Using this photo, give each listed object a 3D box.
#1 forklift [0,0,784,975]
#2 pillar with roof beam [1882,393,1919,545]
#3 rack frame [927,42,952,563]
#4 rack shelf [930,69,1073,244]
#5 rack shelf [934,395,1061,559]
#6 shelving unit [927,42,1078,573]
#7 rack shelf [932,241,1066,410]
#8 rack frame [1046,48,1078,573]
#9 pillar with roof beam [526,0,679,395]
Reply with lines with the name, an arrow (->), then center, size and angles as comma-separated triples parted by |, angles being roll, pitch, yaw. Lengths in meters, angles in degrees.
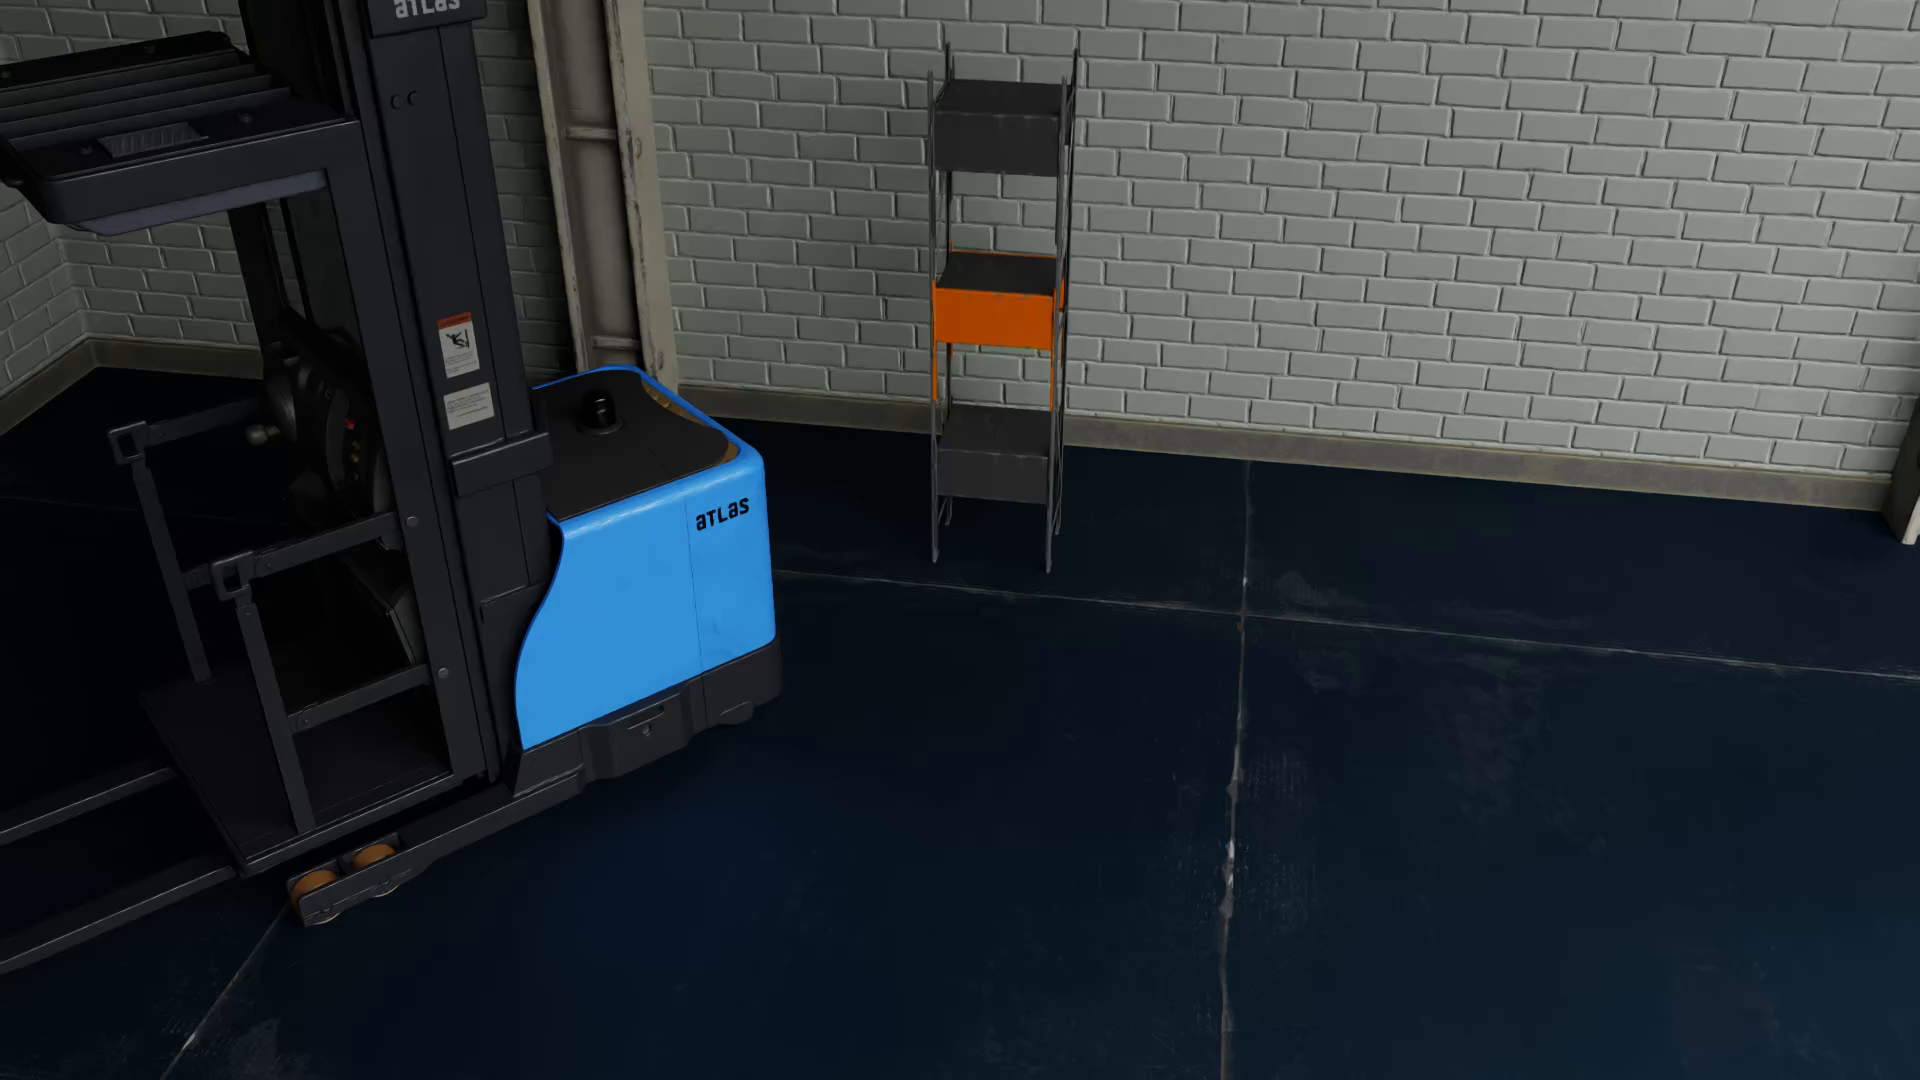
forklift -> -2.128, -0.338, 5.028 | 3.031, 2.935, 1.130 | -23, 39, -32
pillar with roof beam -> 3.585, -1.611, 1.342 | 0.400, 9.000, 9.100 | 5, 32, 8
rack frame -> -0.077, -0.897, 6.704 | 0.015, 2.100, 0.400 | 5, 32, 8
rack shelf -> 0.163, -1.457, 6.305 | 0.480, 0.518, 0.431 | 5, 32, 8
rack shelf -> 0.163, -0.270, 7.048 | 0.480, 0.518, 0.431 | 5, 32, 8
shelving unit -> 0.163, -0.875, 6.669 | 0.503, 2.100, 0.431 | 5, 32, 8
rack shelf -> 0.163, -0.864, 6.677 | 0.480, 0.518, 0.431 | 5, 32, 8
rack frame -> 0.404, -0.853, 6.634 | 0.015, 2.100, 0.400 | 5, 32, 8
pillar with roof beam -> -2.329, -2.146, 2.197 | 0.400, 9.000, 9.100 | 5, 32, 8
